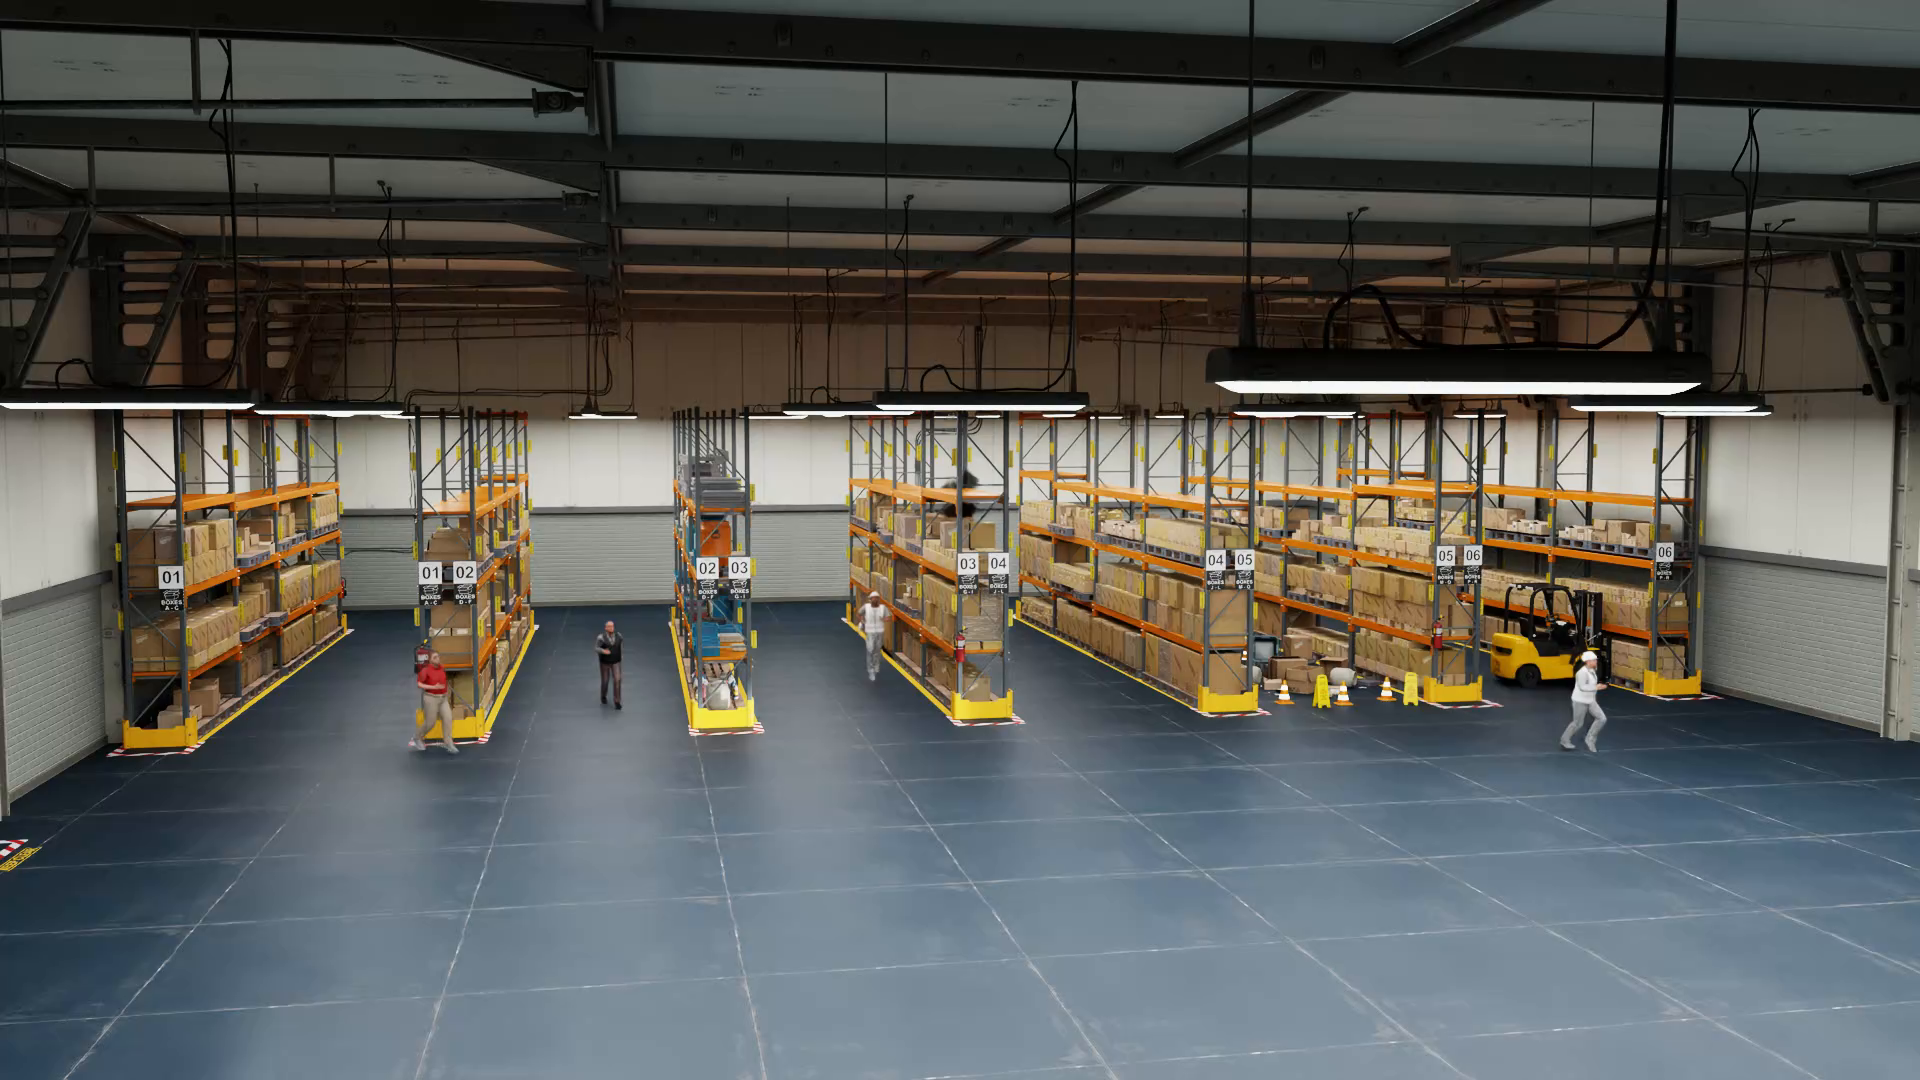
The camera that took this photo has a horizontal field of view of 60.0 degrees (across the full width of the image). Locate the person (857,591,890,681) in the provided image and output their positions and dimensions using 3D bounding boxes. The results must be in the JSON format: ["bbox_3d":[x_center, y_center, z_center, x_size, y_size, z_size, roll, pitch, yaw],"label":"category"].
[{"bbox_3d":[-1.830,2.033,35.598,0.670,1.881,0.767,-1,4,-14],"label":"person"}]

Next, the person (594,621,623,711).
[{"bbox_3d":[-7.024,2.487,33.305,0.609,1.754,0.889,-2,4,-21],"label":"person"}]

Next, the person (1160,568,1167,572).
[{"bbox_3d":[5.488,1.654,44.643,0.687,1.789,1.054,-1,4,-17],"label":"person"}]

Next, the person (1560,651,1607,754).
[{"bbox_3d":[10.791,2.799,28.737,0.822,1.783,0.680,4,6,43],"label":"person"}]

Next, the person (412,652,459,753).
[{"bbox_3d":[-9.110,2.813,28.797,0.865,1.768,0.678,2,4,24],"label":"person"}]
